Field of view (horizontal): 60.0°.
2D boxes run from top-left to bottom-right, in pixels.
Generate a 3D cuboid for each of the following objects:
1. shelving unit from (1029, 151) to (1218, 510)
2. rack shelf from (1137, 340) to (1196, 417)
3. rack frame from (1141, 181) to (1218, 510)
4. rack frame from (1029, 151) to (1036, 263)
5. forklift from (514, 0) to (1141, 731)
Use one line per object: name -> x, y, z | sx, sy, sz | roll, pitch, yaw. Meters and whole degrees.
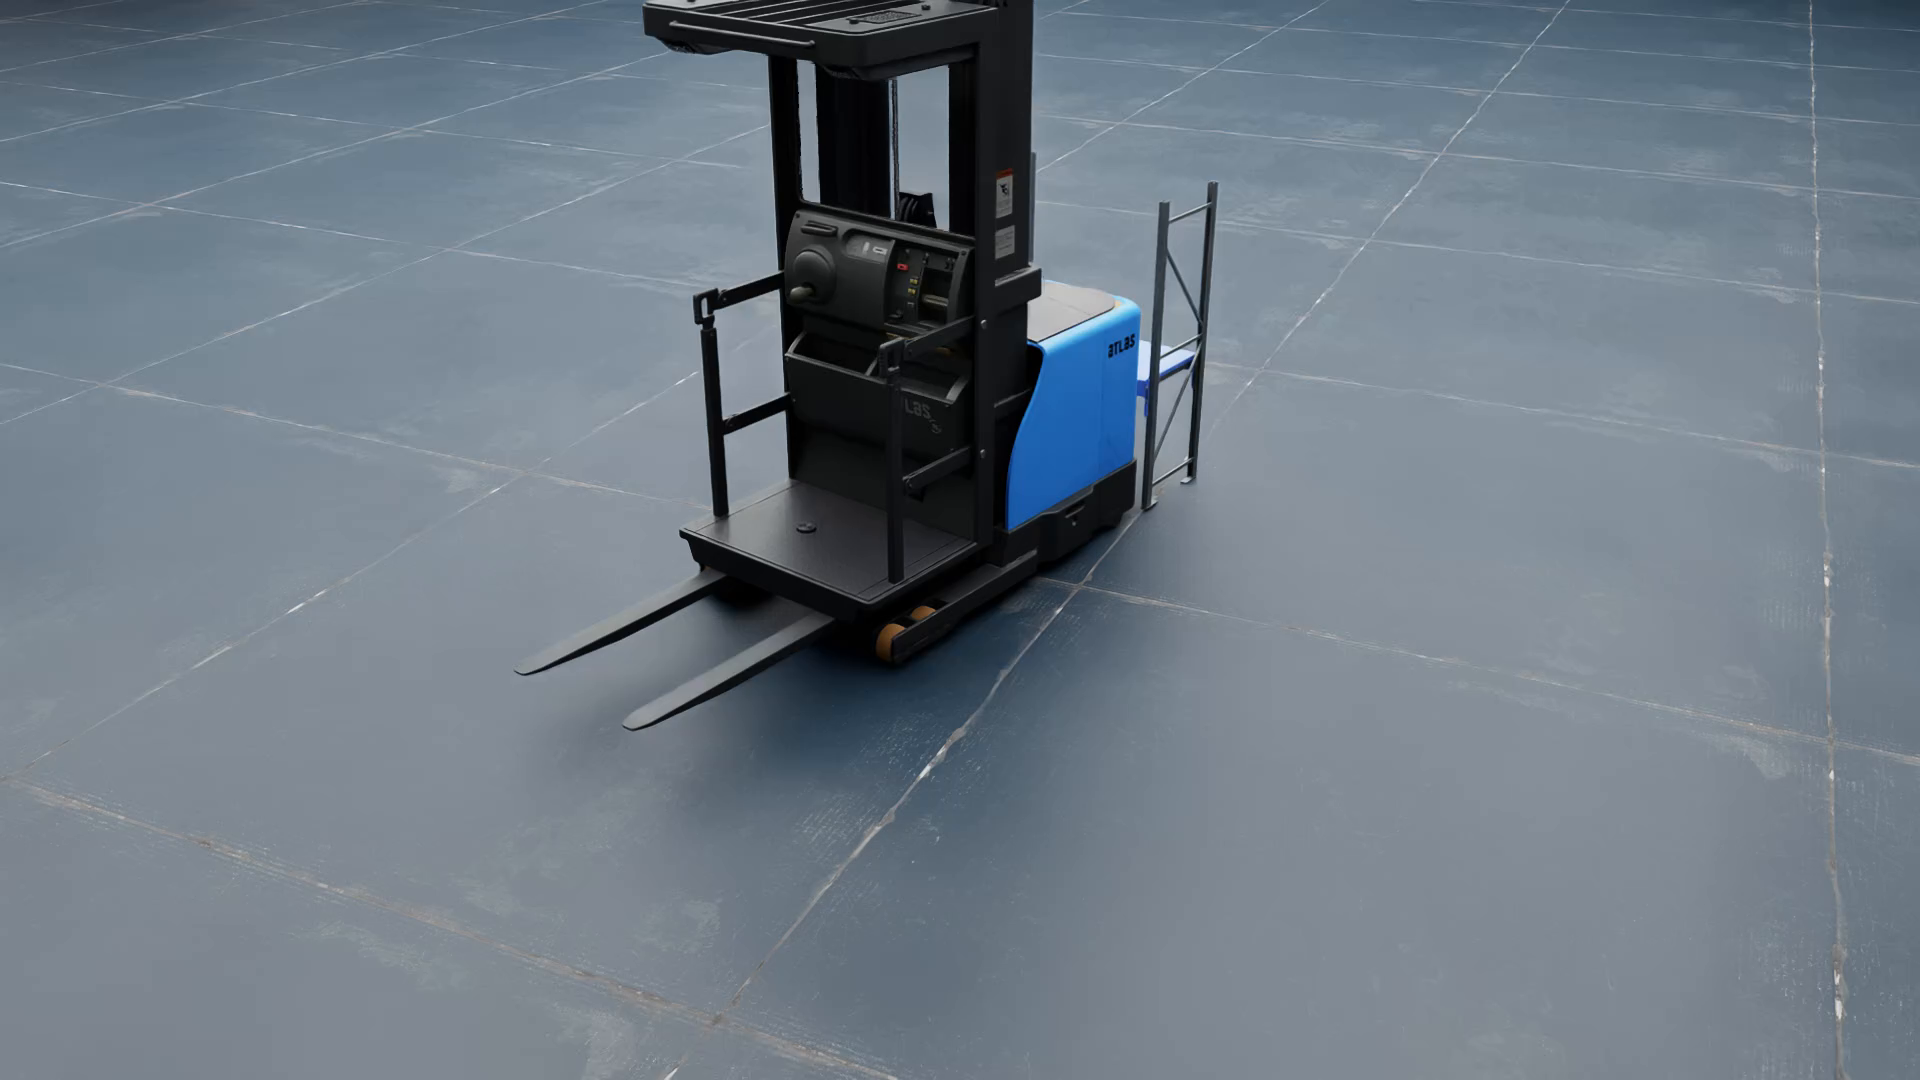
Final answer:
shelving unit -> 0.628, -1.043, 8.162 | 1.048, 1.500, 0.538 | 18, 31, 32
rack shelf -> 0.626, -0.880, 8.240 | 1.000, 0.185, 0.538 | 18, 31, 32
rack frame -> 1.039, -0.911, 7.895 | 0.032, 1.500, 0.500 | 18, 31, 32
rack frame -> 0.216, -1.174, 8.430 | 0.032, 1.500, 0.500 | 18, 31, 32
forklift -> -0.476, -1.057, 6.579 | 1.130, 2.935, 3.031 | 19, 32, 34
